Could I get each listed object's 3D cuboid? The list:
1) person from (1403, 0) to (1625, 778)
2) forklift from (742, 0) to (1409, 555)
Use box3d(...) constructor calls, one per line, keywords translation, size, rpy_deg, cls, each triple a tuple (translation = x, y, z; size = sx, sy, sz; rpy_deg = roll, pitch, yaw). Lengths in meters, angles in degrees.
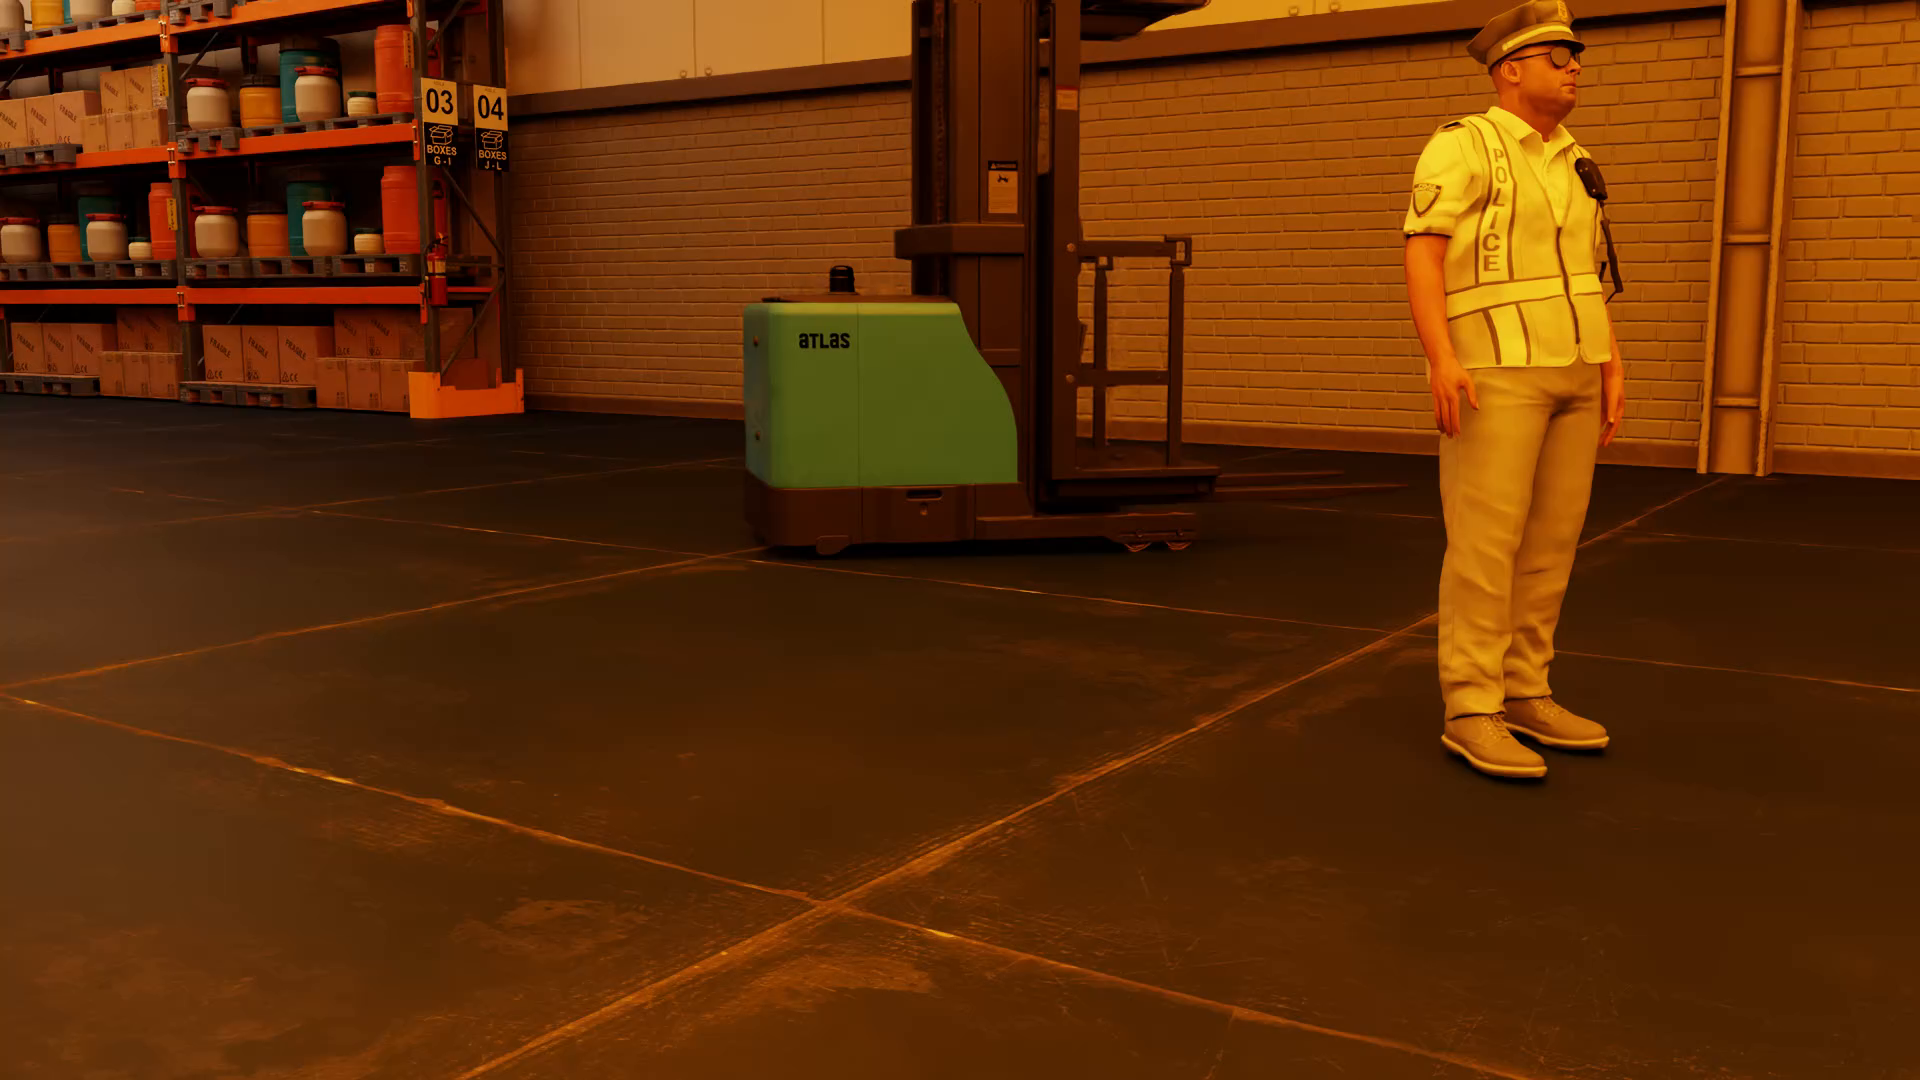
box3d(translation=(1.390, -0.390, 3.963), size=(0.639, 1.781, 0.575), rpy_deg=(-4, 9, -28), cls="person")
box3d(translation=(0.558, -1.475, 7.565), size=(3.031, 2.935, 1.130), rpy_deg=(-2, 8, -14), cls="forklift")
